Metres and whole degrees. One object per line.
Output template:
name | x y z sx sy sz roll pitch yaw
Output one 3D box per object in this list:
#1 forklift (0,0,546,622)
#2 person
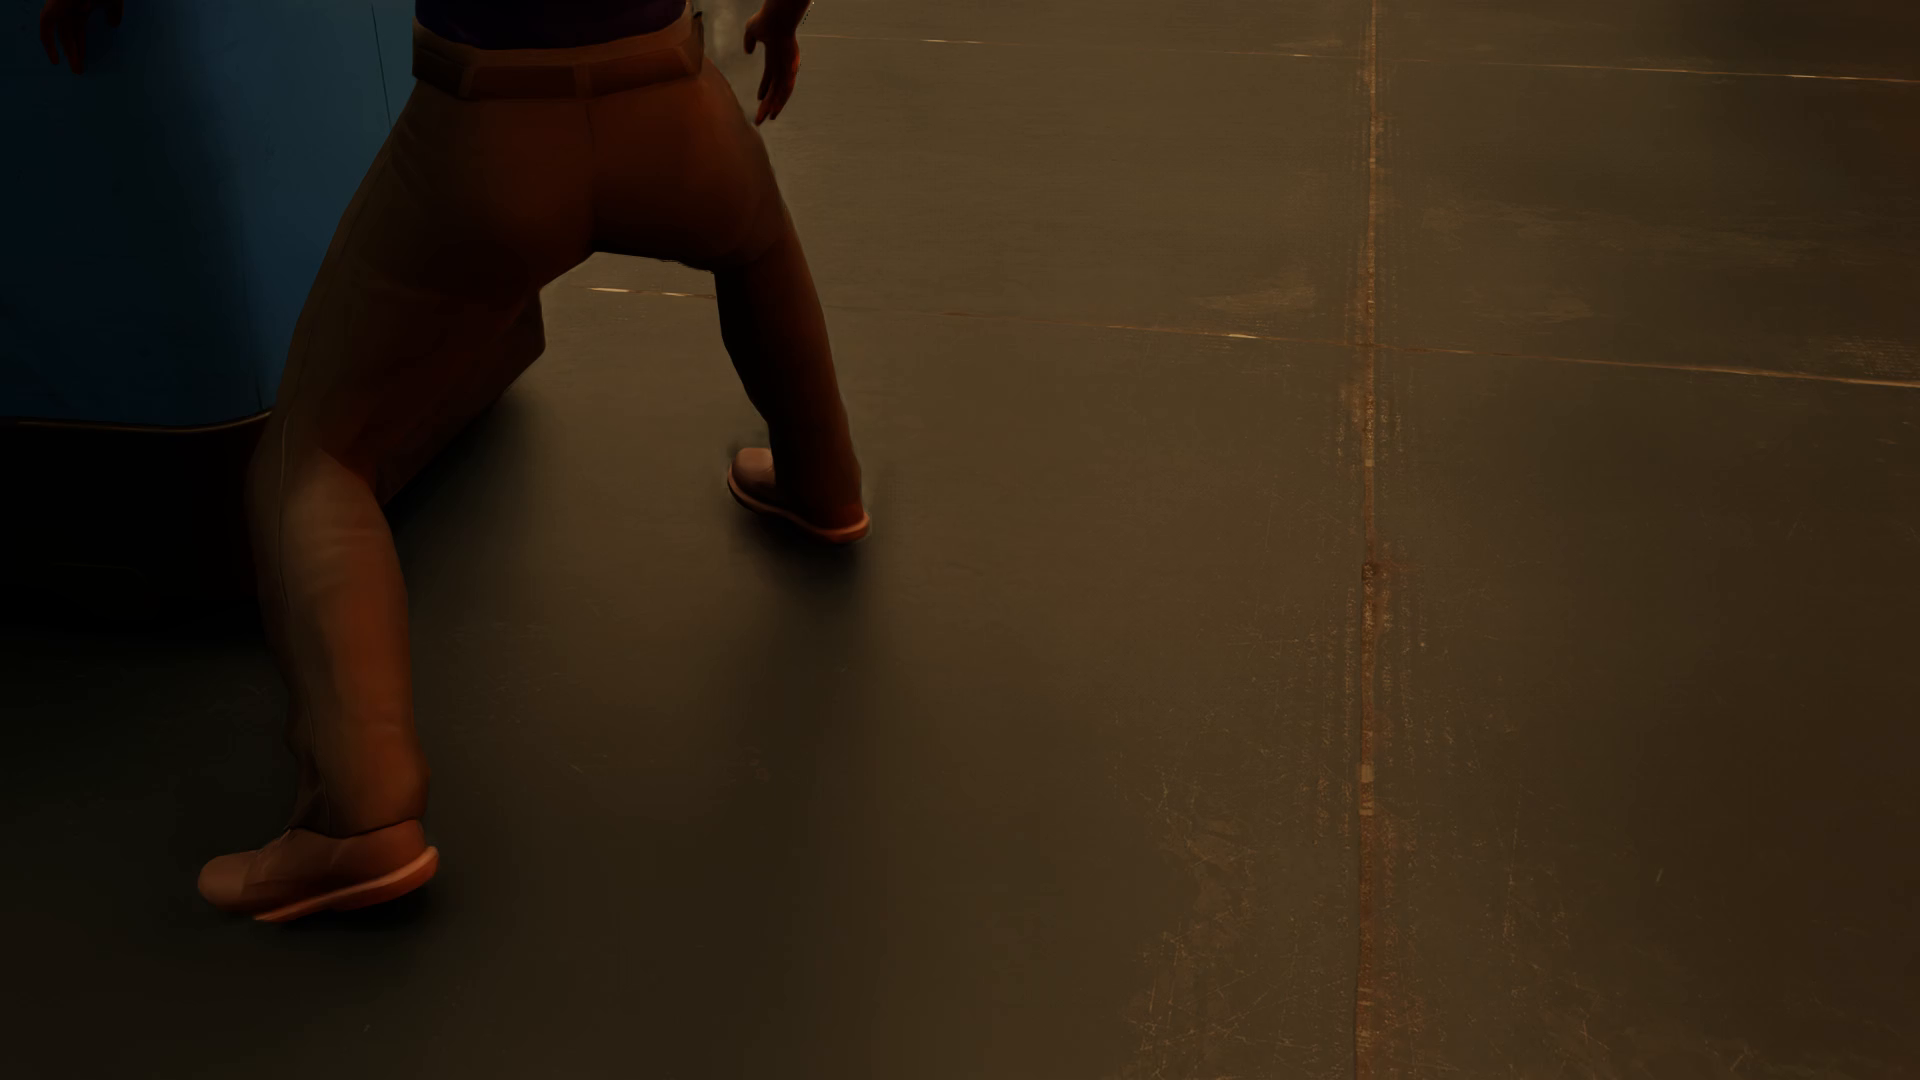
forklift | -2.314 -1.488 2.196 3.031 2.935 1.130 4 27 7
person | -0.496 -0.471 1.840 0.933 1.522 0.861 -10 29 -20
